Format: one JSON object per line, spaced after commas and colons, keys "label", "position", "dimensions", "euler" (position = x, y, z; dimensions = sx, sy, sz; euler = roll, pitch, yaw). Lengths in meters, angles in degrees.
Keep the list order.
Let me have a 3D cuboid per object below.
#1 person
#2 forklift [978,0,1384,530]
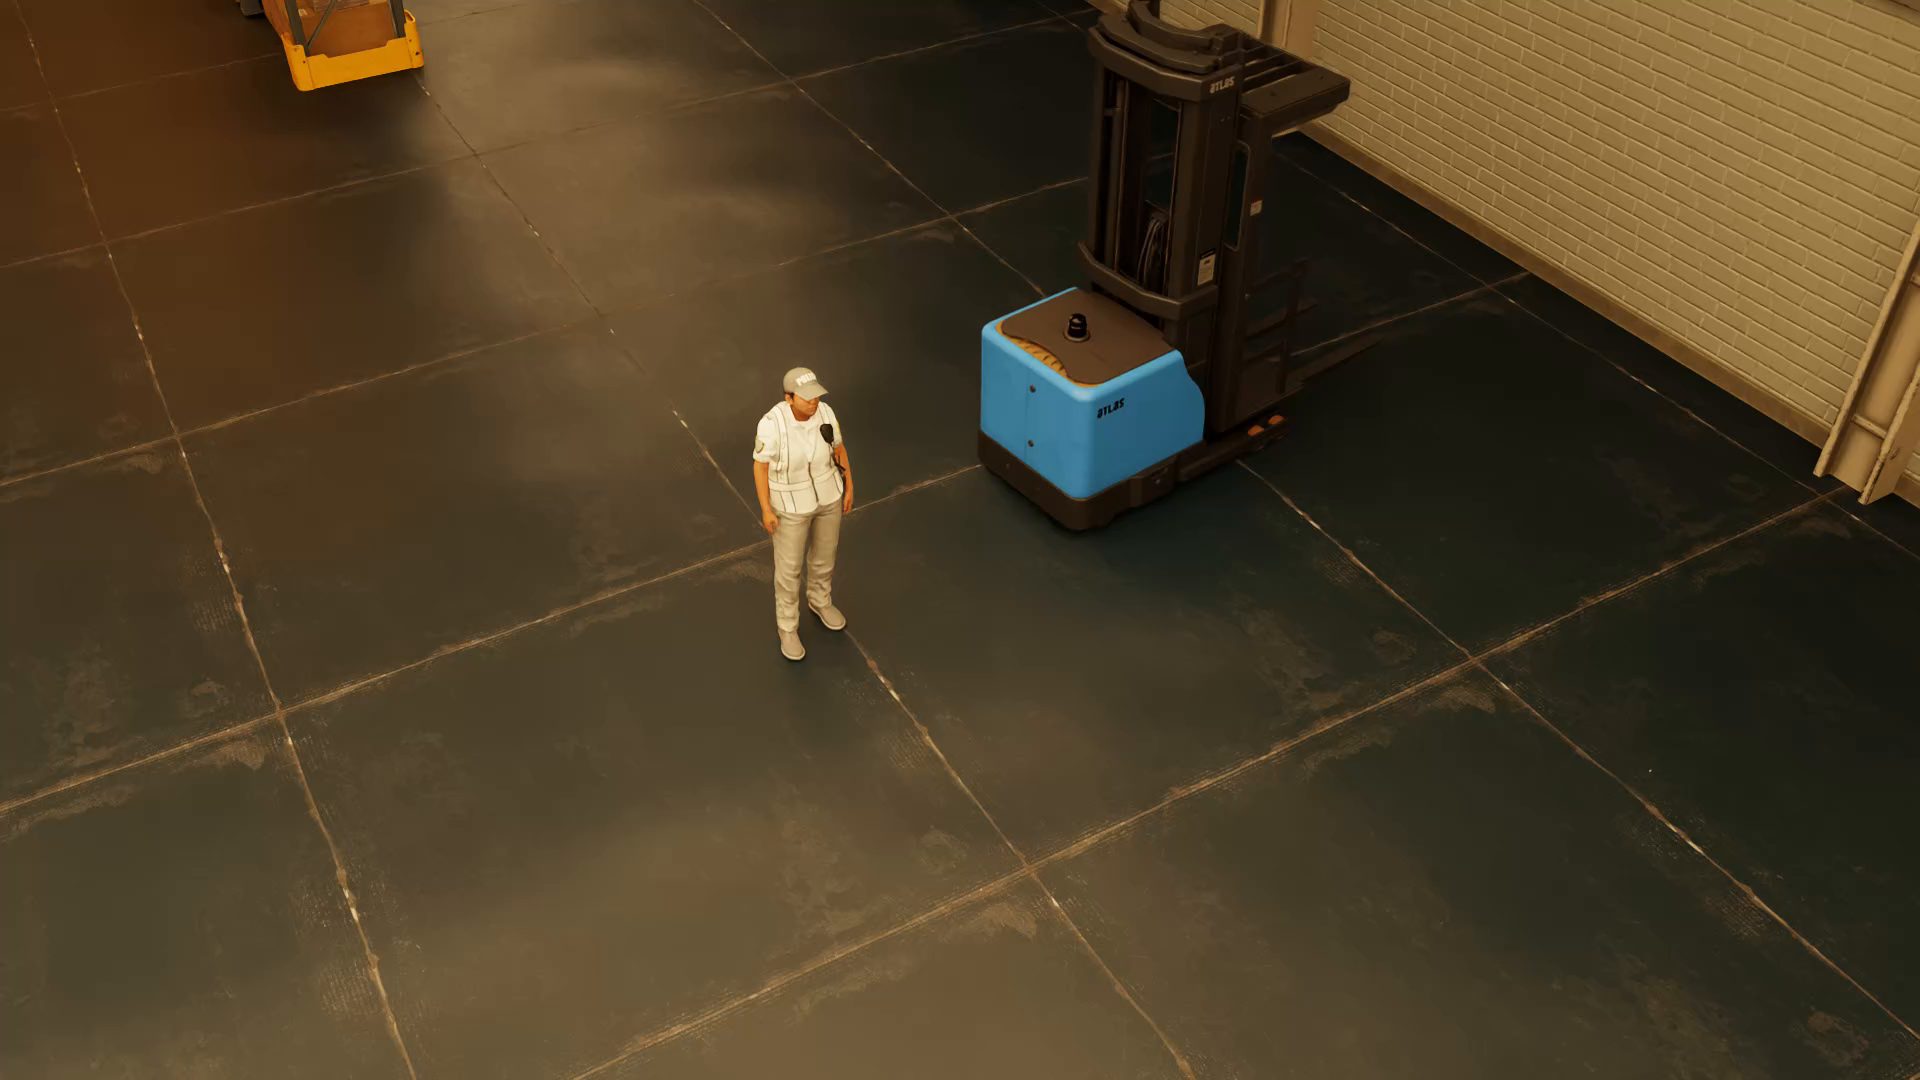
{"label": "person", "position": [-0.837, -0.169, 9.227], "dimensions": [0.601, 1.659, 0.529], "euler": [-20, 44, -23]}
{"label": "forklift", "position": [1.590, -1.962, 10.402], "dimensions": [3.031, 2.935, 1.130], "euler": [-26, 46, -28]}
